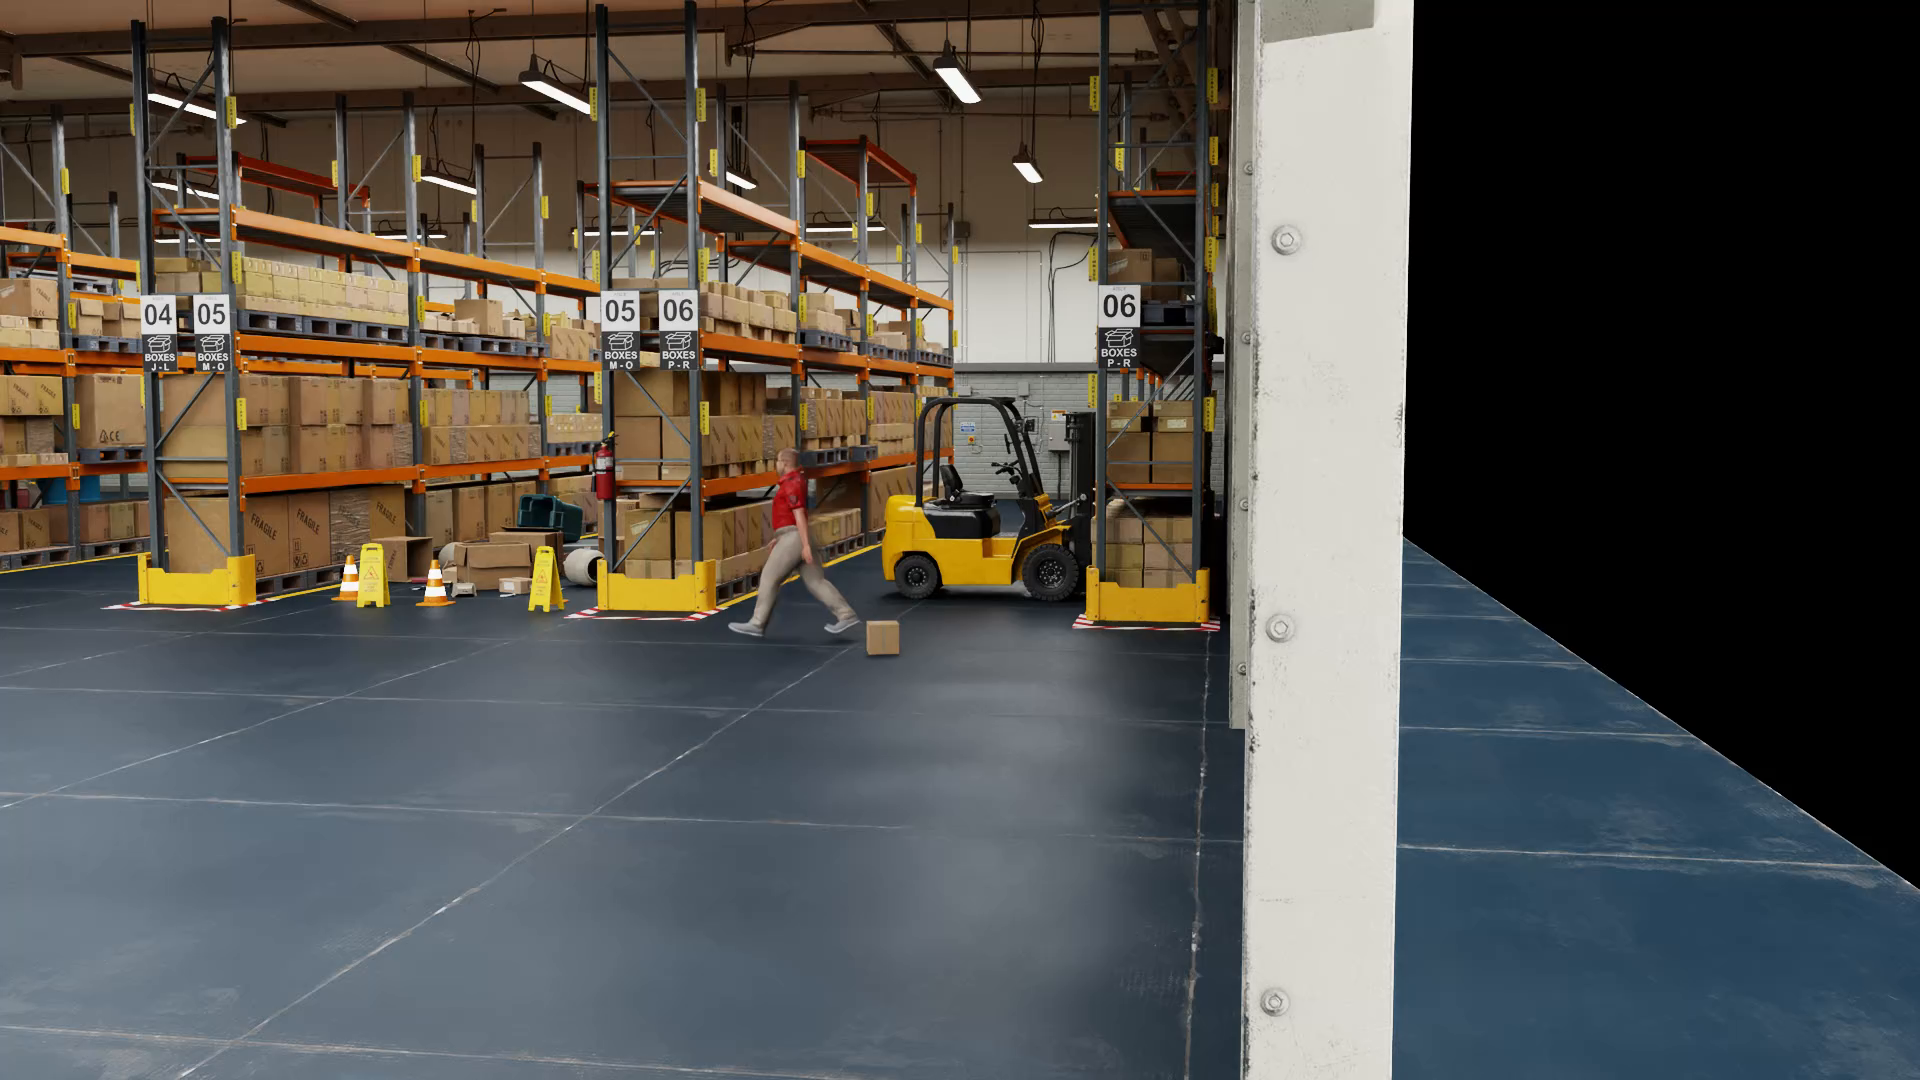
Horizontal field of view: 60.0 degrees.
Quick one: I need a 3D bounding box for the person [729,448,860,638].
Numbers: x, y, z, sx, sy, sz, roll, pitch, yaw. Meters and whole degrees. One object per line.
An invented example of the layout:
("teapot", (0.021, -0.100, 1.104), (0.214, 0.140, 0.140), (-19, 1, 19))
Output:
("person", (-1.453, 0.026, 14.620), (1.128, 1.662, 0.577), (1, 5, 13))
